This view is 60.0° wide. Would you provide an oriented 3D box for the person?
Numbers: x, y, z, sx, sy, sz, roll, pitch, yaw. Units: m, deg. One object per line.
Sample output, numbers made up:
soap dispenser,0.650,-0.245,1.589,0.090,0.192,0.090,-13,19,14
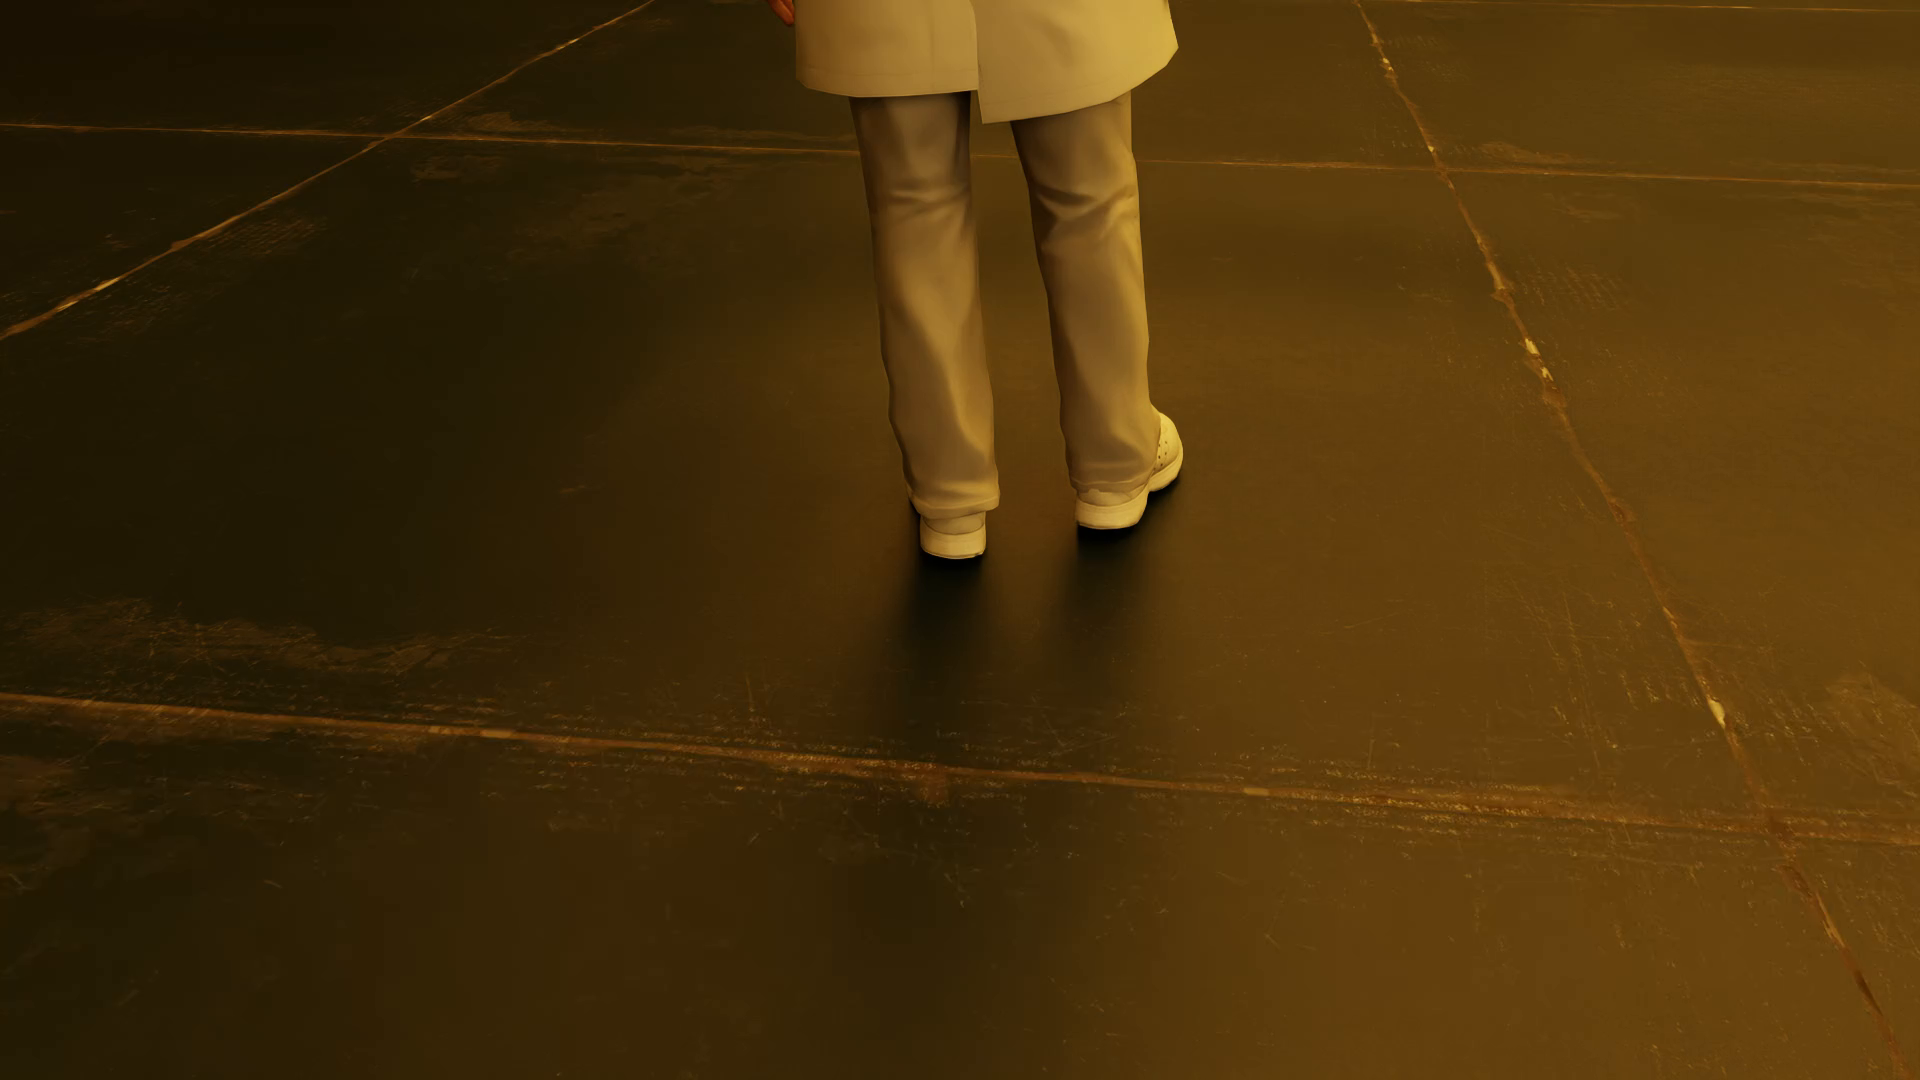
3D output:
person,0.016,-0.842,2.181,0.698,1.777,0.578,3,27,7
